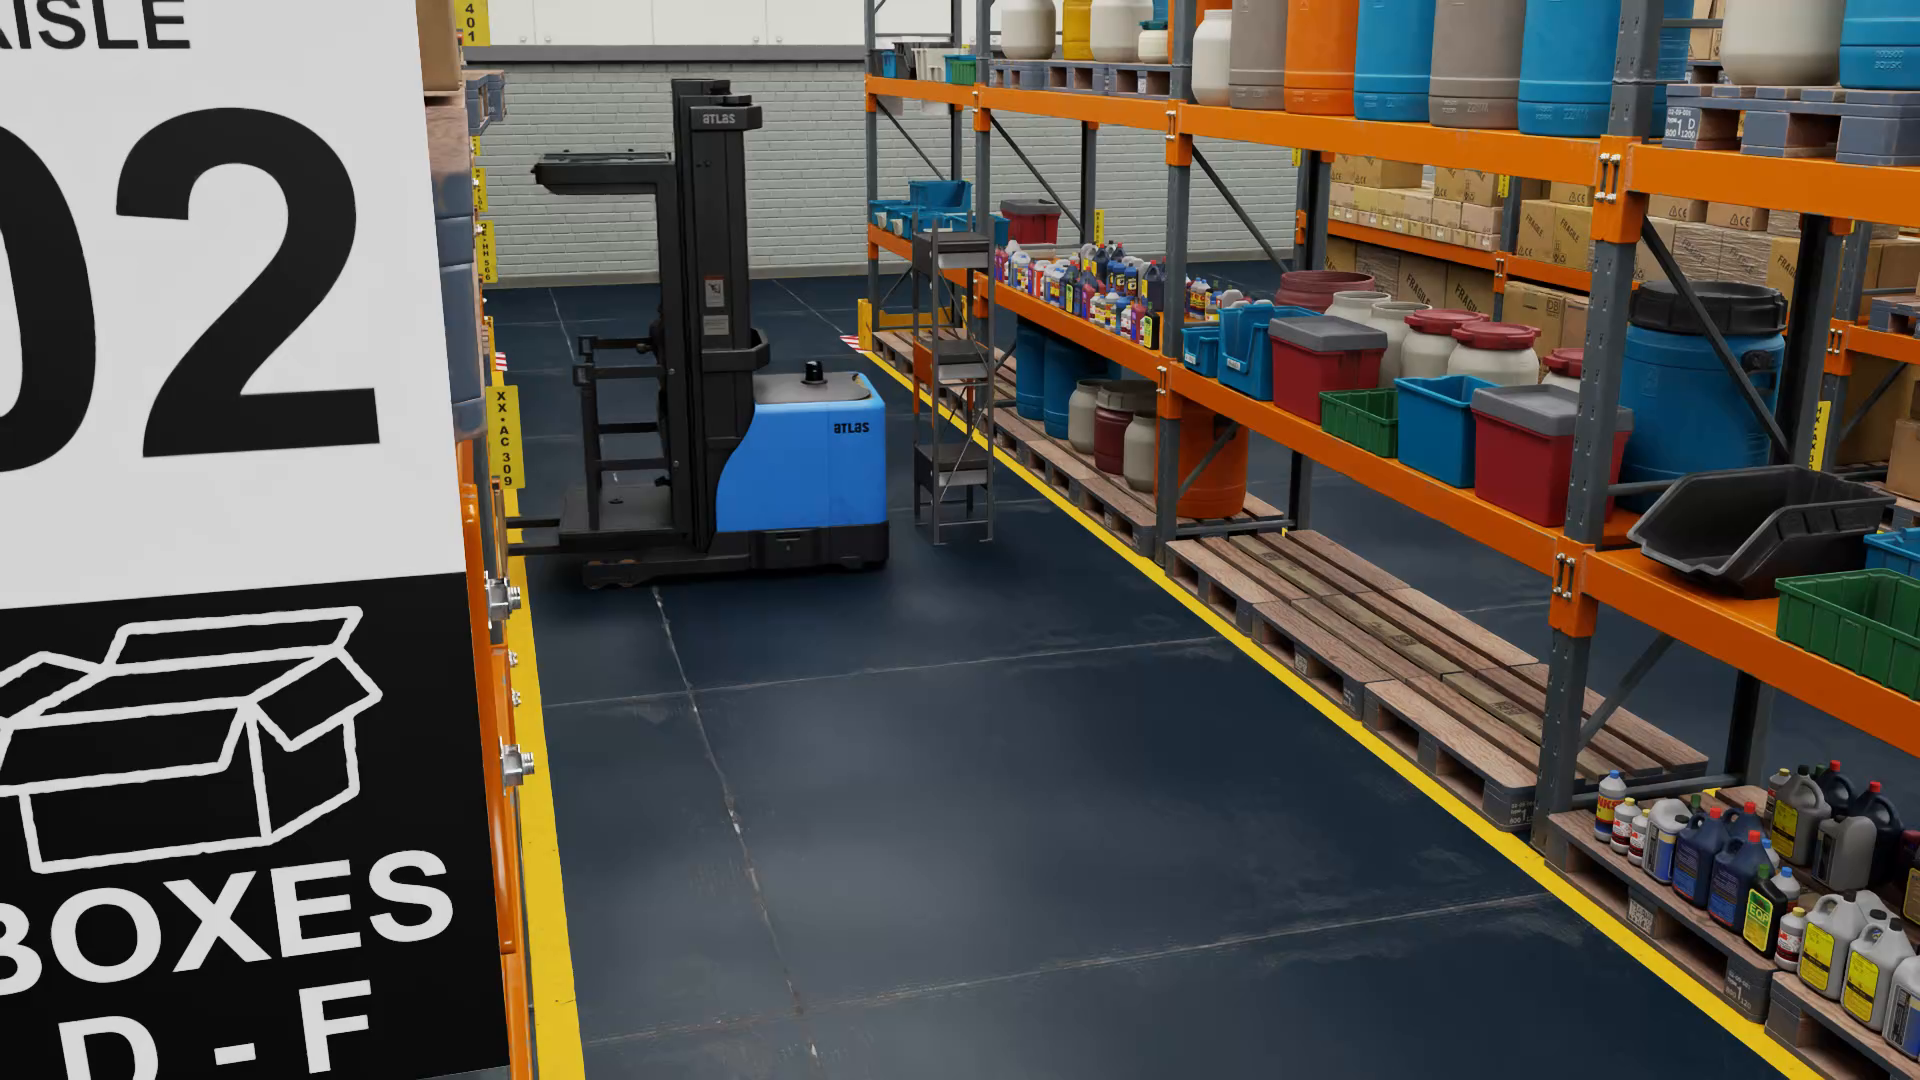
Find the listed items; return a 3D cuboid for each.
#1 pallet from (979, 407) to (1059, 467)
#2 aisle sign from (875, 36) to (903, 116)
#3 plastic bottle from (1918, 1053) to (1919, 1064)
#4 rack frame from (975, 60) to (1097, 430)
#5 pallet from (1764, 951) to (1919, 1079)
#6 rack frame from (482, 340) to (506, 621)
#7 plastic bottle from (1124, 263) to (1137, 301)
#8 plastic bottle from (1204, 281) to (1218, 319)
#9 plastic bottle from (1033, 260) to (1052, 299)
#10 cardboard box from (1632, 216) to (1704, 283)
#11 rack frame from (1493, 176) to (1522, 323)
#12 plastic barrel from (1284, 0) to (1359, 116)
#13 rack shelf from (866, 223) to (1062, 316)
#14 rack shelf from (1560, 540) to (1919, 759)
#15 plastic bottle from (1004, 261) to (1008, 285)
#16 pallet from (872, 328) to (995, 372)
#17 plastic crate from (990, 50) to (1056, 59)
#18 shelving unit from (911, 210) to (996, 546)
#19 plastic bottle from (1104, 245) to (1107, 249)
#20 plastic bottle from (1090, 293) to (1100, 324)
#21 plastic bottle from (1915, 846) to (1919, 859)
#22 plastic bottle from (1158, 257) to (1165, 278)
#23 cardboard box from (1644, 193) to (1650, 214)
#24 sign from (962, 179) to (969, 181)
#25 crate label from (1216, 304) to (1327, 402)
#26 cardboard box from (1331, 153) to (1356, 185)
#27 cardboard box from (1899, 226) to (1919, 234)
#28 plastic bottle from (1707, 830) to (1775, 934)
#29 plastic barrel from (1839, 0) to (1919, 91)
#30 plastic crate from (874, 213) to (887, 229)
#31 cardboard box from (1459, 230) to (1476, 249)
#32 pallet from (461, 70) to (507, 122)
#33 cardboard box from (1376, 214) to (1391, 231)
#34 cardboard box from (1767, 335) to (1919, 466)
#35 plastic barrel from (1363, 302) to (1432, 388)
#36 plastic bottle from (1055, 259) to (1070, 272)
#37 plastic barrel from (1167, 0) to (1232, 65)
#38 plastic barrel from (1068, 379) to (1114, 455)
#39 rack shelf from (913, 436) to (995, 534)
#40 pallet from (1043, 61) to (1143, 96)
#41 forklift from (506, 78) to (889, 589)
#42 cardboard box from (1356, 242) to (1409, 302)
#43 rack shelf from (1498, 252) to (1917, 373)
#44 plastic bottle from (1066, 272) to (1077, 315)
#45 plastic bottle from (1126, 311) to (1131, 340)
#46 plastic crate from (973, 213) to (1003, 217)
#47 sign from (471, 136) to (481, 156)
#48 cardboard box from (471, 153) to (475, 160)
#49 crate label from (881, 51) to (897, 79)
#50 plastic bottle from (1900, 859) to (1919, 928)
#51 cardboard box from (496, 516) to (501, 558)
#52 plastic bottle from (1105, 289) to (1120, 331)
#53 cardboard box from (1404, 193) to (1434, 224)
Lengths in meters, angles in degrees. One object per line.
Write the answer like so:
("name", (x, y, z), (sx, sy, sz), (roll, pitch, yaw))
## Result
("pallet", (0.795, -0.870, 13.482), (1.003, 0.211, 1.213), (-5, 17, -15))
("aisle sign", (-0.782, -4.770, 17.100), (0.394, 0.787, 0.004), (-5, 17, -15))
("plastic bottle", (2.951, 1.446, 4.895), (0.152, 0.276, 0.135), (-5, 17, -15))
("rack frame", (0.623, -2.422, 13.802), (1.000, 3.000, 0.127), (-5, 17, -15))
("pallet", (3.305, 1.653, 5.081), (1.003, 0.211, 1.213), (-5, 17, -15))
("rack frame", (-3.042, -0.925, 8.818), (1.000, 3.000, 0.127), (-5, 17, -15))
("plastic bottle", (1.267, -1.920, 12.354), (0.097, 0.271, 0.097), (0, 17, 0))
("plastic bottle", (1.730, -1.638, 11.393), (0.061, 0.283, 0.133), (-5, 17, -15))
("plastic bottle", (0.638, -1.949, 12.441), (0.152, 0.276, 0.135), (-5, 17, -15))
("cardboard box", (5.694, -2.295, 13.204), (0.500, 0.500, 0.500), (-4, 17, -14))
("rack frame", (5.385, -2.814, 15.106), (1.000, 3.000, 0.127), (-5, 17, -15))
("plastic barrel", (1.919, -2.533, 8.210), (0.600, 0.830, 0.708), (-5, 17, -15))
("rack shelf", (0.073, -2.631, 15.747), (1.077, 0.370, 4.000), (-5, 17, -15))
("rack shelf", (3.371, 0.688, 4.697), (1.077, 0.370, 4.000), (-5, 17, -15))
("plastic bottle", (0.399, -2.125, 13.156), (0.097, 0.201, 0.097), (0, 17, 0))
("pallet", (-0.287, -1.962, 17.117), (1.003, 0.211, 1.213), (-5, 17, -15))
("plastic crate", (0.545, -4.162, 14.605), (0.497, 0.269, 0.590), (-5, 17, -15))
("shelving unit", (-0.045, -1.051, 10.802), (0.431, 2.100, 0.503), (-5, 17, -15))
("plastic bottle", (1.149, -2.223, 13.340), (0.061, 0.283, 0.133), (-5, 17, -15))
("plastic bottle", (0.936, -1.585, 11.358), (0.097, 0.201, 0.097), (0, 17, 0))
("plastic bottle", (3.417, 1.146, 5.762), (0.144, 0.351, 0.185), (-5, 17, -16))
("plastic bottle", (1.493, -1.866, 12.034), (0.144, 0.351, 0.185), (-5, 17, -15))
("cardboard box", (5.746, -2.975, 13.726), (0.797, 0.503, 0.637), (-5, 17, -15))
("sign", (0.048, -3.655, 17.622), (0.100, 0.325, 0.005), (-5, 17, -15))
("crate label", (1.735, -1.037, 9.127), (0.502, 0.435, 0.616), (-5, 17, -15))
("cardboard box", (4.295, -4.058, 17.686), (0.500, 0.500, 0.500), (-5, 17, -17))
("cardboard box", (9.702, -3.181, 16.764), (0.380, 0.149, 0.250), (-5, 17, -17))
("plastic bottle", (2.696, 1.157, 5.727), (0.144, 0.351, 0.185), (-5, 18, -18))
("plastic barrel", (2.992, -1.803, 4.927), (0.600, 0.901, 0.708), (-5, 17, -15))
("plastic crate", (-0.717, -3.242, 16.884), (0.250, 0.136, 0.298), (-5, 17, -15))
("cardboard box", (4.915, -2.823, 15.574), (0.380, 0.149, 0.250), (-4, 17, -14))
("pallet", (-2.769, -2.091, 7.813), (1.213, 0.211, 1.003), (-4, 17, -13))
("cardboard box", (4.490, -3.250, 16.995), (0.380, 0.149, 0.250), (-5, 17, -17))
("cardboard box", (6.314, -1.084, 12.308), (1.225, 0.875, 0.875), (-6, 18, -18))
("plastic barrel", (2.326, -0.985, 8.824), (0.421, 0.512, 0.421), (0, 17, 0))
("plastic bottle", (0.784, -1.961, 12.481), (0.152, 0.276, 0.135), (-5, 17, -15))
("plastic barrel", (1.569, -3.317, 10.088), (0.600, 0.830, 0.708), (-5, 17, -15))
("plastic barrel", (1.020, -0.921, 12.399), (0.421, 0.512, 0.421), (0, 17, 0))
("rack shelf", (-0.046, -0.368, 11.008), (0.431, 0.518, 0.480), (-5, 17, -15))
("pallet", (1.247, -3.246, 11.658), (1.003, 0.211, 1.213), (-5, 17, -15))
("forklift", (-2.008, -1.275, 10.100), (3.031, 2.935, 1.130), (-3, 17, -10))
("cardboard box", (4.788, -2.681, 17.628), (0.875, 0.875, 0.875), (-5, 17, -15))
("rack shelf", (5.934, -1.916, 13.367), (1.077, 0.370, 4.000), (-5, 17, -15))
("plastic bottle", (0.799, -1.742, 11.741), (0.061, 0.283, 0.133), (-5, 17, -15))
("plastic bottle", (1.123, -1.396, 10.731), (0.097, 0.201, 0.097), (0, 17, 0))
("plastic crate", (0.380, -2.831, 15.265), (0.437, 0.282, 0.530), (-5, 17, -15))
("sign", (-4.701, -3.882, 16.101), (0.100, 0.325, 0.005), (-5, 17, -15))
("cardboard box", (-4.142, -2.854, 13.326), (0.500, 0.500, 0.500), (-5, 18, -17))
("crate label", (-0.534, -4.613, 16.141), (0.408, 0.251, 0.502), (-5, 17, -15))
("plastic bottle", (3.325, 1.194, 5.721), (0.061, 0.283, 0.133), (-5, 17, -15))
("cardboard box", (-2.661, 0.047, 8.655), (0.500, 0.311, 0.500), (-4, 17, -14))
("plastic bottle", (1.016, -1.537, 11.079), (0.097, 0.271, 0.097), (0, 17, 0))
("cardboard box", (4.726, -3.270, 16.368), (0.500, 0.250, 0.500), (-4, 17, -14))
